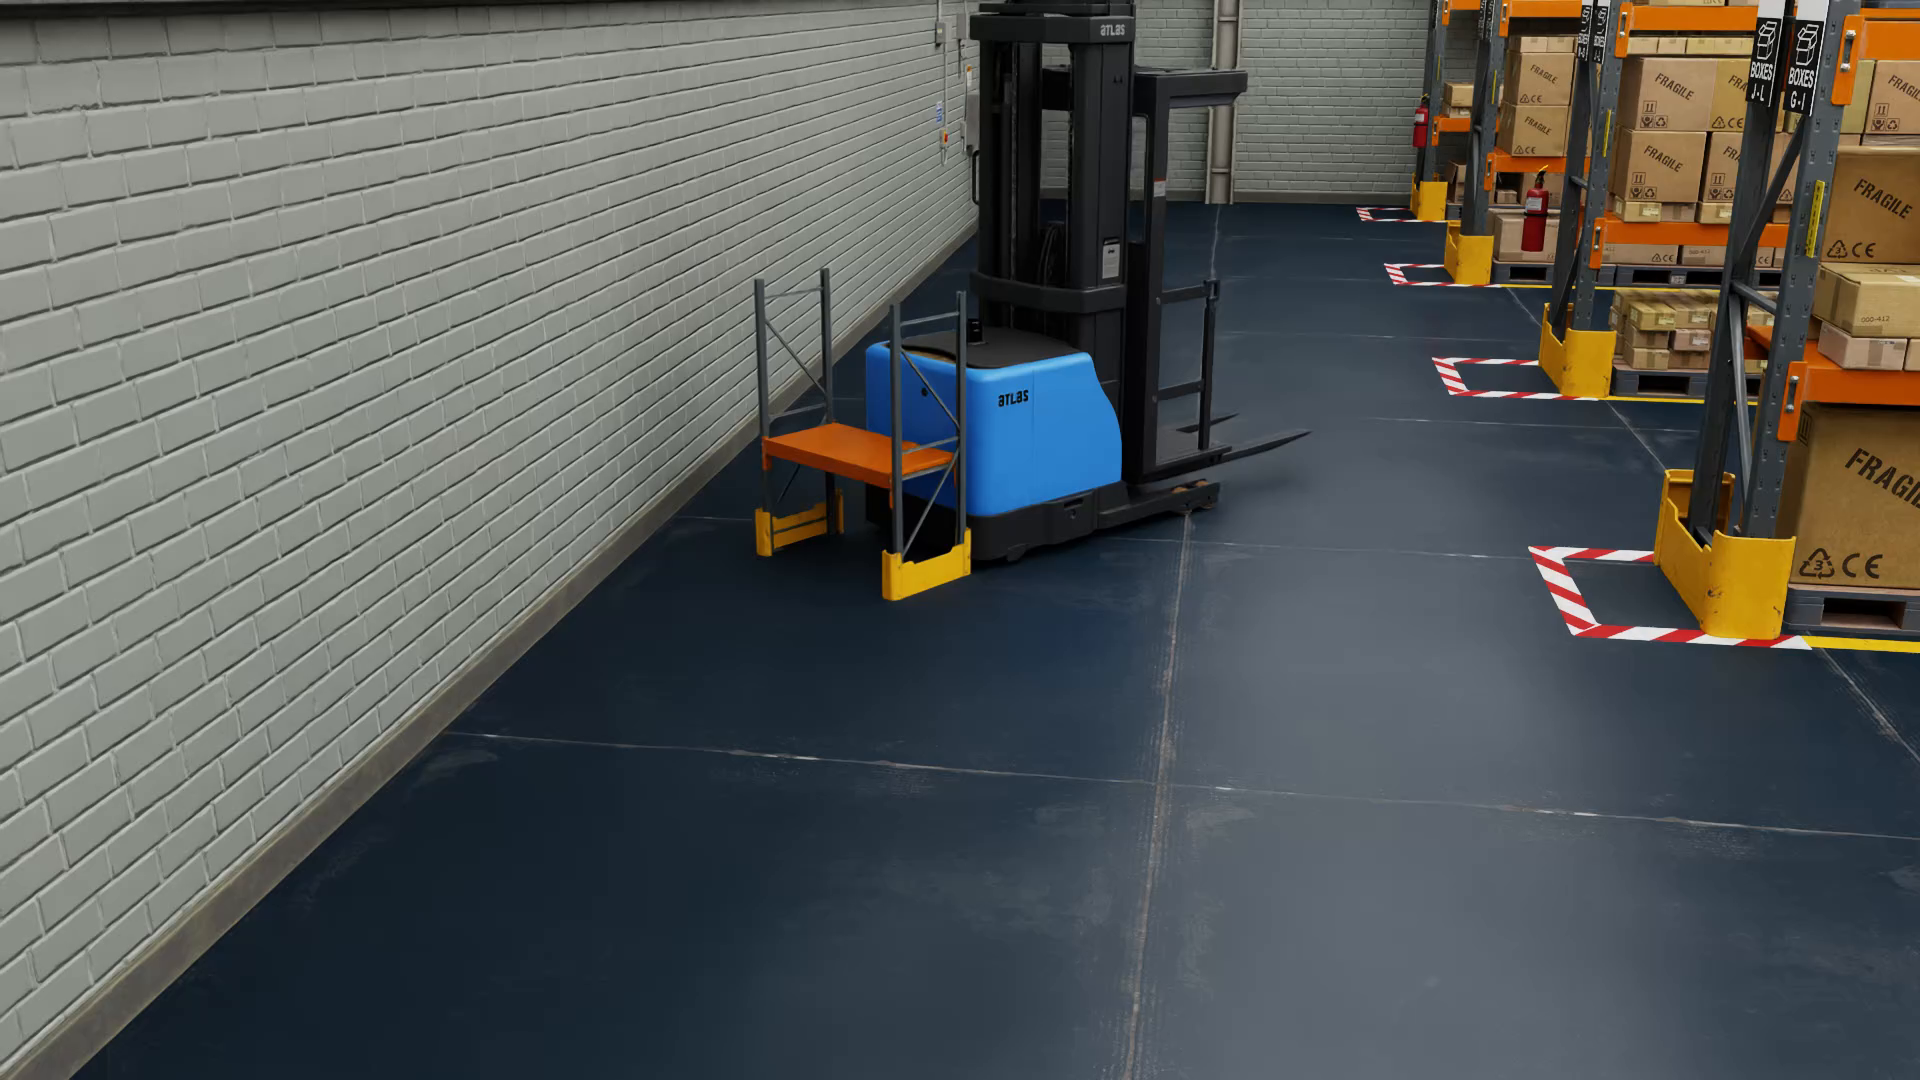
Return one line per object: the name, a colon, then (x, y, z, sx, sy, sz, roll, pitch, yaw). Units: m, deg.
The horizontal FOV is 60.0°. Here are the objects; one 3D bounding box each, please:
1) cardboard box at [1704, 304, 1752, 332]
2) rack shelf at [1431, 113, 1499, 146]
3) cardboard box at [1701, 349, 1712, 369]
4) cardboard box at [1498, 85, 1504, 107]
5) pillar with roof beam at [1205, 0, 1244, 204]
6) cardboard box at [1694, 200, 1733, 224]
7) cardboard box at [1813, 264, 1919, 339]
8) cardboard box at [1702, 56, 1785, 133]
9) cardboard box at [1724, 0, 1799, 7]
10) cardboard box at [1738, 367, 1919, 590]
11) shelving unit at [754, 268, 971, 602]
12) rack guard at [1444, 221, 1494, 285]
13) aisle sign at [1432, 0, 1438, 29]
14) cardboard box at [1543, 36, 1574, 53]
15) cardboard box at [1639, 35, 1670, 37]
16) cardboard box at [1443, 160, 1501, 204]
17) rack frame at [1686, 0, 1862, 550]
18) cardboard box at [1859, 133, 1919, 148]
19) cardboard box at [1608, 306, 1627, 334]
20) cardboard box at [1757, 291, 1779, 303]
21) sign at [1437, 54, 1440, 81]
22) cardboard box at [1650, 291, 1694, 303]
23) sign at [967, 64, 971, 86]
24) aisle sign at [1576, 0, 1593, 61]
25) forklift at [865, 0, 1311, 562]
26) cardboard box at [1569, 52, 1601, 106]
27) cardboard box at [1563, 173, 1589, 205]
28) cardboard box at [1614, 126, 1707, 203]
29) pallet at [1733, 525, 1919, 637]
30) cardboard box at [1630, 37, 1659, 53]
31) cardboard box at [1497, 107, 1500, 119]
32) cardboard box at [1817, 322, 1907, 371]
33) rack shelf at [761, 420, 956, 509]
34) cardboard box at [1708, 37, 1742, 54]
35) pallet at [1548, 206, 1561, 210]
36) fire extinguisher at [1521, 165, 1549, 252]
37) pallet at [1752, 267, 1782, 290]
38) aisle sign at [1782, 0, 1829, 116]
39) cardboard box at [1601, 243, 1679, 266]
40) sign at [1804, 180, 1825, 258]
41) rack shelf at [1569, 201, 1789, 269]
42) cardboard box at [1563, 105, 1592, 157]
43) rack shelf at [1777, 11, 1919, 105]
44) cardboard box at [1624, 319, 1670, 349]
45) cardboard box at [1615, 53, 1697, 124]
cardboard box: (5.713, -1.650, 12.401, 0.250, 0.149, 0.380, 3, 19, 9)
rack shelf: (8.173, -5.352, 21.705, 4.000, 0.370, 1.077, 3, 19, 9)
cardboard box: (5.714, -1.405, 12.607, 0.250, 0.149, 0.380, 3, 19, 9)
cardboard box: (7.102, -5.731, 21.472, 0.500, 0.250, 0.500, 3, 19, 9)
pillar with roof beam: (2.997, -7.708, 18.158, 0.400, 9.000, 9.100, 3, 19, 9)
cardboard box: (5.513, -2.414, 12.188, 0.250, 0.149, 0.380, 2, 19, 7)
cardboard box: (4.274, -1.095, 7.616, 0.500, 0.250, 0.500, 2, 19, 7)
cardboard box: (5.630, -3.216, 11.986, 0.500, 0.500, 0.500, 3, 19, 10)
cardboard box: (5.652, -3.903, 11.751, 0.500, 0.250, 0.500, 4, 19, 10)
cardboard box: (4.488, -0.318, 8.214, 0.875, 0.875, 0.875, 3, 19, 9)
shelving unit: (-0.525, -0.584, 8.686, 1.083, 1.500, 0.587, 17, 25, 41)
rack guard: (5.391, -3.054, 17.644, 0.348, 0.500, 1.175, 3, 19, 9)
aisle sign: (6.085, -6.938, 21.214, 0.004, 0.787, 0.394, 3, 19, 9)
cardboard box: (5.992, -4.972, 16.681, 0.250, 0.149, 0.380, 3, 19, 10)
cardboard box: (7.070, -5.065, 16.959, 0.250, 0.149, 0.380, 3, 19, 10)
cardboard box: (6.788, -4.749, 22.040, 0.637, 0.503, 0.797, 2, 19, 6)
rack frame: (3.843, -1.134, 7.965, 0.127, 3.000, 1.000, 3, 19, 9)
cardboard box: (6.647, -2.691, 11.991, 0.500, 0.500, 0.500, 2, 19, 7)
cardboard box: (5.296, -1.734, 13.120, 0.250, 0.149, 0.380, 2, 19, 7)
cardboard box: (6.327, -1.832, 12.944, 0.250, 0.149, 0.380, 4, 19, 11)
sign: (6.113, -6.034, 21.246, 0.005, 0.325, 0.100, 3, 19, 9)
cardboard box: (5.532, -1.834, 12.951, 0.250, 0.149, 0.380, 3, 19, 10)
sign: (0.108, -5.551, 19.863, 0.001, 0.242, 0.339, 3, 19, 9)
aisle sign: (4.705, -4.013, 12.473, 0.004, 0.787, 0.394, 3, 19, 9)
forklift: (0.904, -1.642, 9.592, 3.031, 2.935, 1.130, -16, 24, -39)
cardboard box: (6.355, -4.623, 16.659, 0.500, 0.500, 0.500, 2, 19, 7)
cardboard box: (8.132, -4.634, 21.703, 0.500, 0.500, 0.500, 3, 19, 10)
cardboard box: (5.129, -2.762, 12.204, 0.500, 0.500, 0.500, 4, 19, 11)
pallet: (4.645, 0.204, 8.360, 1.213, 0.211, 1.003, 3, 19, 9)
cardboard box: (6.761, -4.919, 16.521, 0.250, 0.149, 0.380, 3, 19, 9)
cardboard box: (7.003, -5.571, 21.623, 0.250, 0.149, 0.380, 3, 19, 8)
cardboard box: (4.141, -0.893, 7.642, 0.250, 0.149, 0.380, 3, 19, 9)
rack shelf: (-0.519, -0.412, 8.737, 1.000, 0.185, 0.538, 17, 25, 41)
cardboard box: (7.513, -4.874, 16.387, 0.250, 0.149, 0.380, 3, 19, 9)
pallet: (8.262, -4.365, 22.018, 1.213, 0.211, 1.003, 3, 19, 9)
fire extinguisher: (4.554, -2.626, 13.135, 0.183, 0.674, 0.296, 3, 19, 9)
pallet: (8.626, -2.778, 17.272, 1.213, 0.211, 1.003, 3, 19, 9)
aisle sign: (3.725, -2.276, 7.282, 0.004, 0.787, 0.394, 3, 19, 9)
cardboard box: (6.987, -3.177, 17.448, 0.875, 0.438, 0.875, 3, 19, 10)
sign: (3.749, -1.408, 7.296, 0.005, 0.325, 0.100, 3, 19, 9)
rack shelf: (6.704, -2.241, 12.407, 4.000, 0.370, 1.077, 3, 19, 9)
cardboard box: (6.347, -4.155, 16.837, 0.500, 0.500, 0.500, 3, 19, 8)
rack shelf: (5.818, -2.115, 7.302, 4.000, 0.370, 1.077, 3, 19, 9)
cardboard box: (5.206, -1.564, 12.613, 0.250, 0.149, 0.380, 4, 19, 11)
cardboard box: (5.221, -3.400, 12.536, 0.500, 0.500, 0.500, 3, 19, 8)
